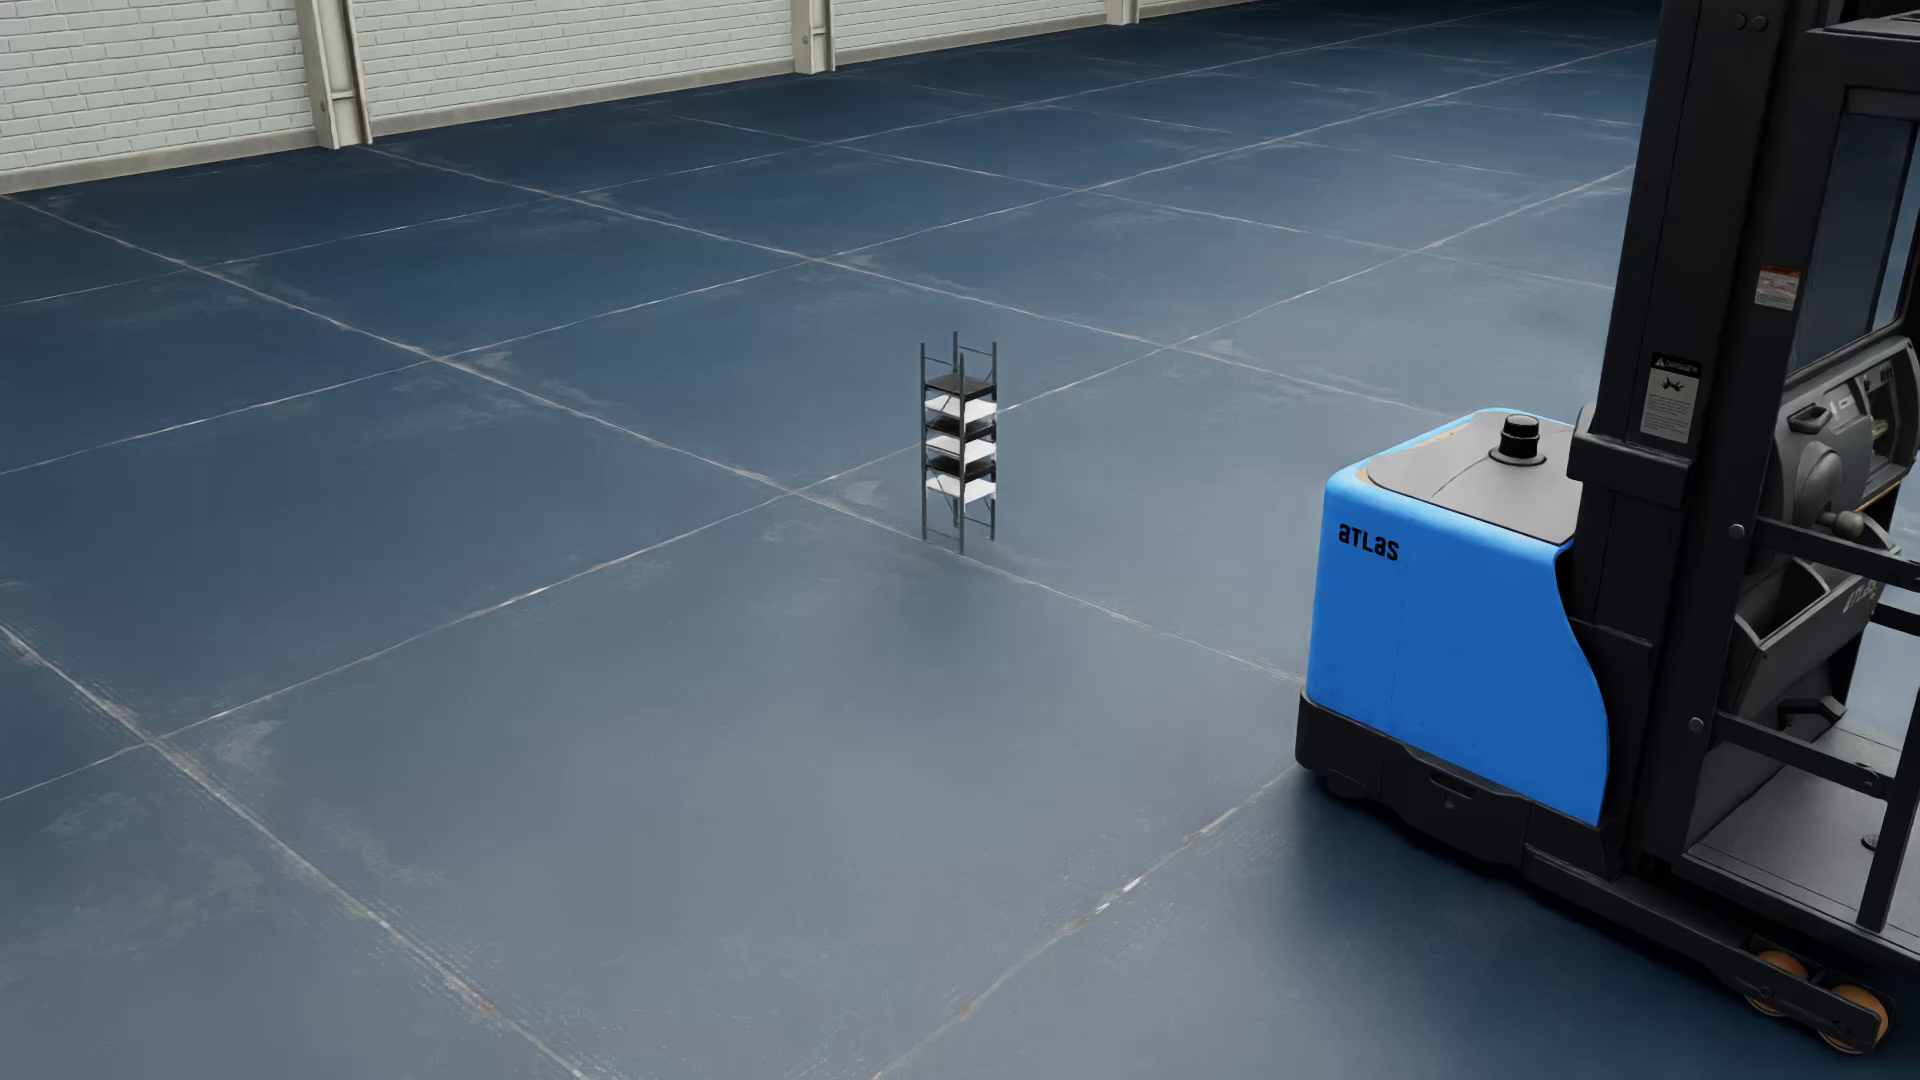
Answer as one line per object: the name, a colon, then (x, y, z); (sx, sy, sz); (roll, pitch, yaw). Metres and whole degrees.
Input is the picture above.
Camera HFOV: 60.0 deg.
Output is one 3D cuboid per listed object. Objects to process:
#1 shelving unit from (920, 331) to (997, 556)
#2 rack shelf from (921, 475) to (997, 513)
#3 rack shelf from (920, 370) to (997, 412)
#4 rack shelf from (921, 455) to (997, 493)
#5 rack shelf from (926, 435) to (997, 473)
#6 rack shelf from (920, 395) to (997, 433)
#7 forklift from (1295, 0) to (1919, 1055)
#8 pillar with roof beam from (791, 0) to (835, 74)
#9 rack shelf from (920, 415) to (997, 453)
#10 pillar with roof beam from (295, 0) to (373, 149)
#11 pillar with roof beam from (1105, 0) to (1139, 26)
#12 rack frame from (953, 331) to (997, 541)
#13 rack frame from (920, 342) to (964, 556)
shelving unit: (-0.005, -0.408, 7.060); (0.258, 0.900, 0.210); (20, 31, 38)
rack shelf: (-0.005, -0.213, 7.148); (0.258, 0.077, 0.200); (20, 31, 38)
rack shelf: (-0.005, -0.624, 6.964); (0.258, 0.077, 0.200); (20, 31, 38)
rack shelf: (-0.005, -0.296, 7.111); (0.258, 0.077, 0.200); (20, 31, 38)
rack shelf: (-0.005, -0.378, 7.074); (0.258, 0.077, 0.200); (20, 31, 38)
rack shelf: (-0.005, -0.542, 7.000); (0.258, 0.077, 0.200); (20, 31, 38)
forklift: (2.476, -0.251, 4.227); (1.130, 2.935, 3.031); (-21, 32, -38)
pillar with roof beam: (1.497, -8.437, 15.068); (9.100, 9.000, 0.400); (20, 31, 38)
rack shelf: (-0.005, -0.460, 7.037); (0.258, 0.077, 0.200); (20, 31, 38)
pillar with roof beam: (-2.507, -6.609, 10.991); (9.100, 9.000, 0.400); (20, 31, 38)
pillar with roof beam: (5.502, -10.265, 19.145); (9.100, 9.000, 0.400); (20, 31, 38)
rack frame: (0.062, -0.439, 7.129); (0.240, 0.900, 0.006); (20, 31, 38)
rack frame: (-0.073, -0.377, 6.991); (0.240, 0.900, 0.006); (20, 31, 38)
